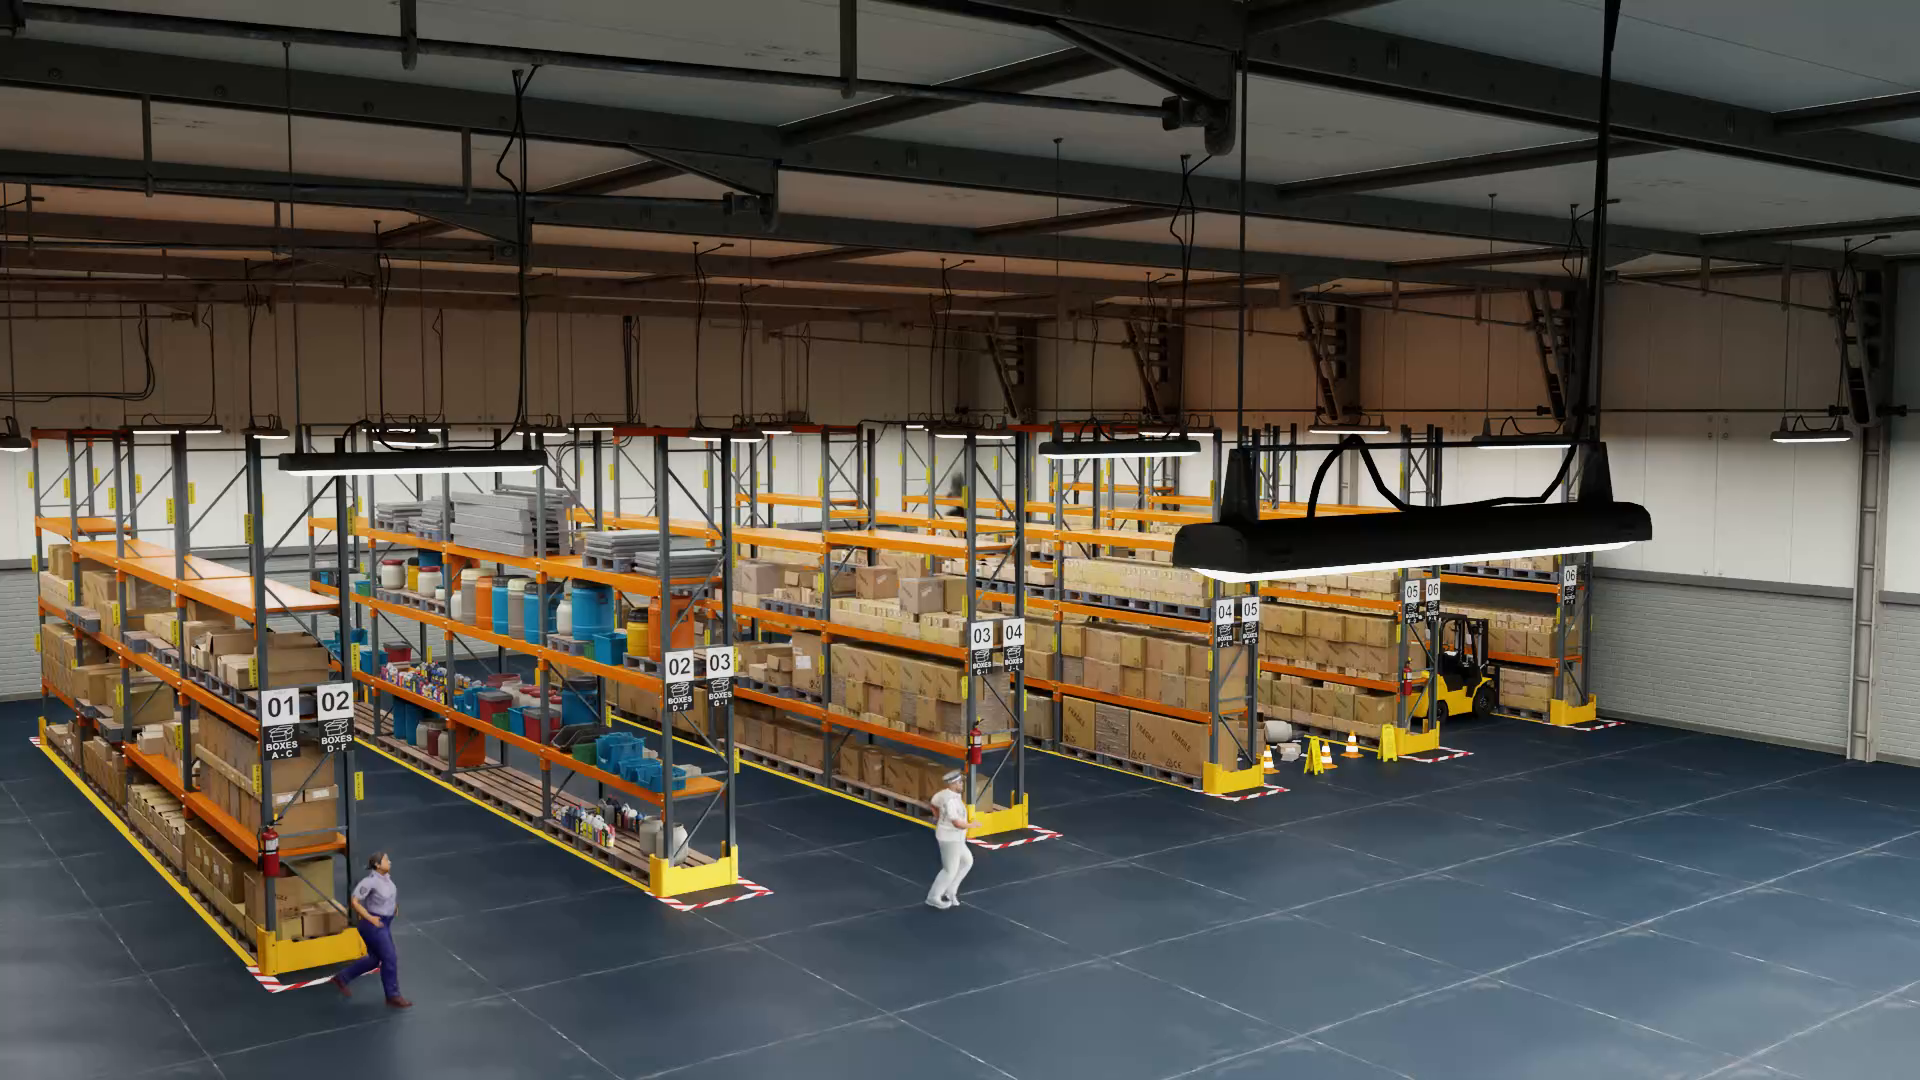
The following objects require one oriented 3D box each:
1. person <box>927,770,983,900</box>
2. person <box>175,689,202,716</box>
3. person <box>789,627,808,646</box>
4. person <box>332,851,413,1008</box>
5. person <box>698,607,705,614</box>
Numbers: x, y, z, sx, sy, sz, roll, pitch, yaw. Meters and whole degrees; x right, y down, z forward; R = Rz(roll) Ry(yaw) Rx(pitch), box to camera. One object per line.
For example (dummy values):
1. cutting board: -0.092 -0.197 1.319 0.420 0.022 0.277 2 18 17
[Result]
1. person: -0.071 3.725 21.105 0.713 1.654 0.682 -1 5 -7
2. person: -15.048 2.966 32.370 0.560 1.534 0.529 3 6 38
3. person: -3.388 2.693 35.797 0.581 1.745 0.961 -4 6 -42
4. person: -6.275 4.137 17.793 0.888 1.634 0.626 0 4 -3
5. person: -6.238 2.411 39.914 0.640 1.614 0.516 0 4 0
